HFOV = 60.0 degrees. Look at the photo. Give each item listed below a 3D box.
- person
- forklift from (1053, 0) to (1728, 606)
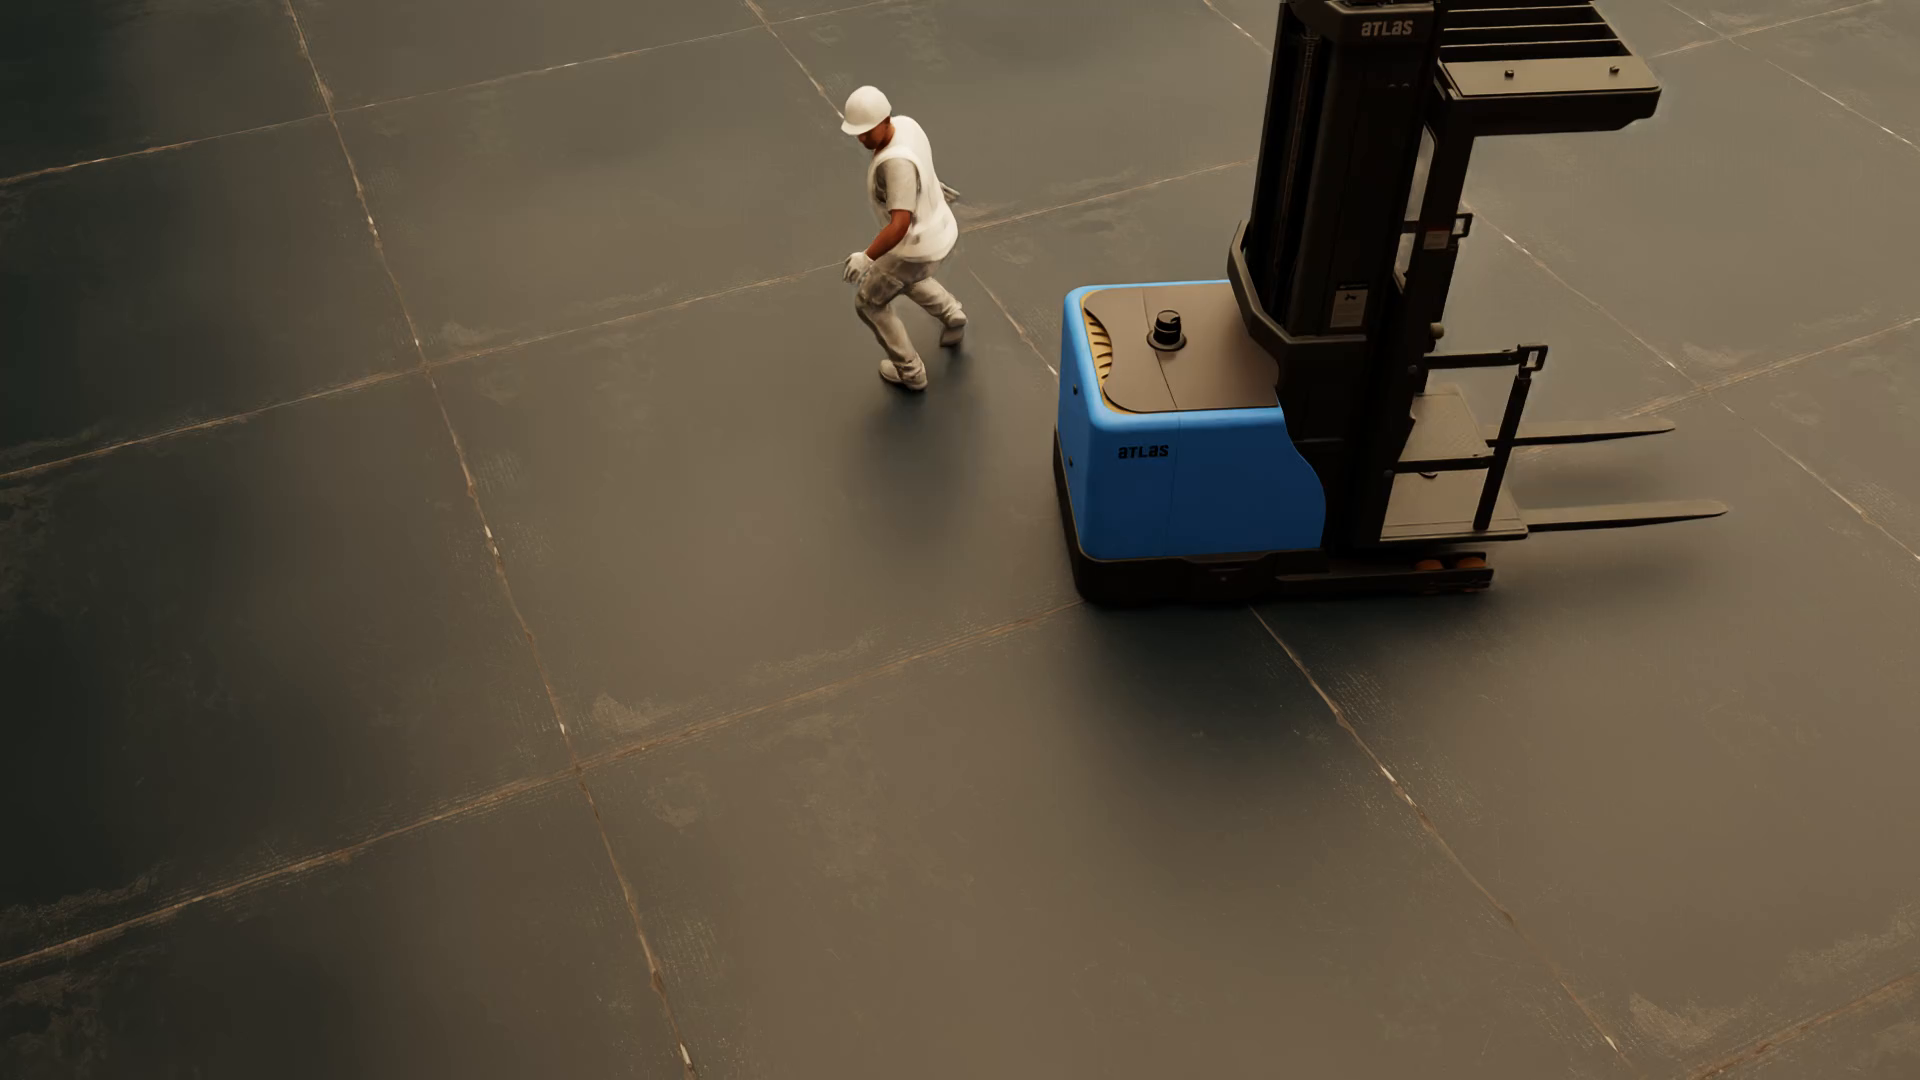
[{"bbox_3d":[-0.252,-1.551,8.364,0.540,1.625,1.015,10,44,10],"label":"person"},{"bbox_3d":[1.998,-1.182,6.947,3.031,2.935,1.130,-3,43,-3],"label":"forklift"}]
